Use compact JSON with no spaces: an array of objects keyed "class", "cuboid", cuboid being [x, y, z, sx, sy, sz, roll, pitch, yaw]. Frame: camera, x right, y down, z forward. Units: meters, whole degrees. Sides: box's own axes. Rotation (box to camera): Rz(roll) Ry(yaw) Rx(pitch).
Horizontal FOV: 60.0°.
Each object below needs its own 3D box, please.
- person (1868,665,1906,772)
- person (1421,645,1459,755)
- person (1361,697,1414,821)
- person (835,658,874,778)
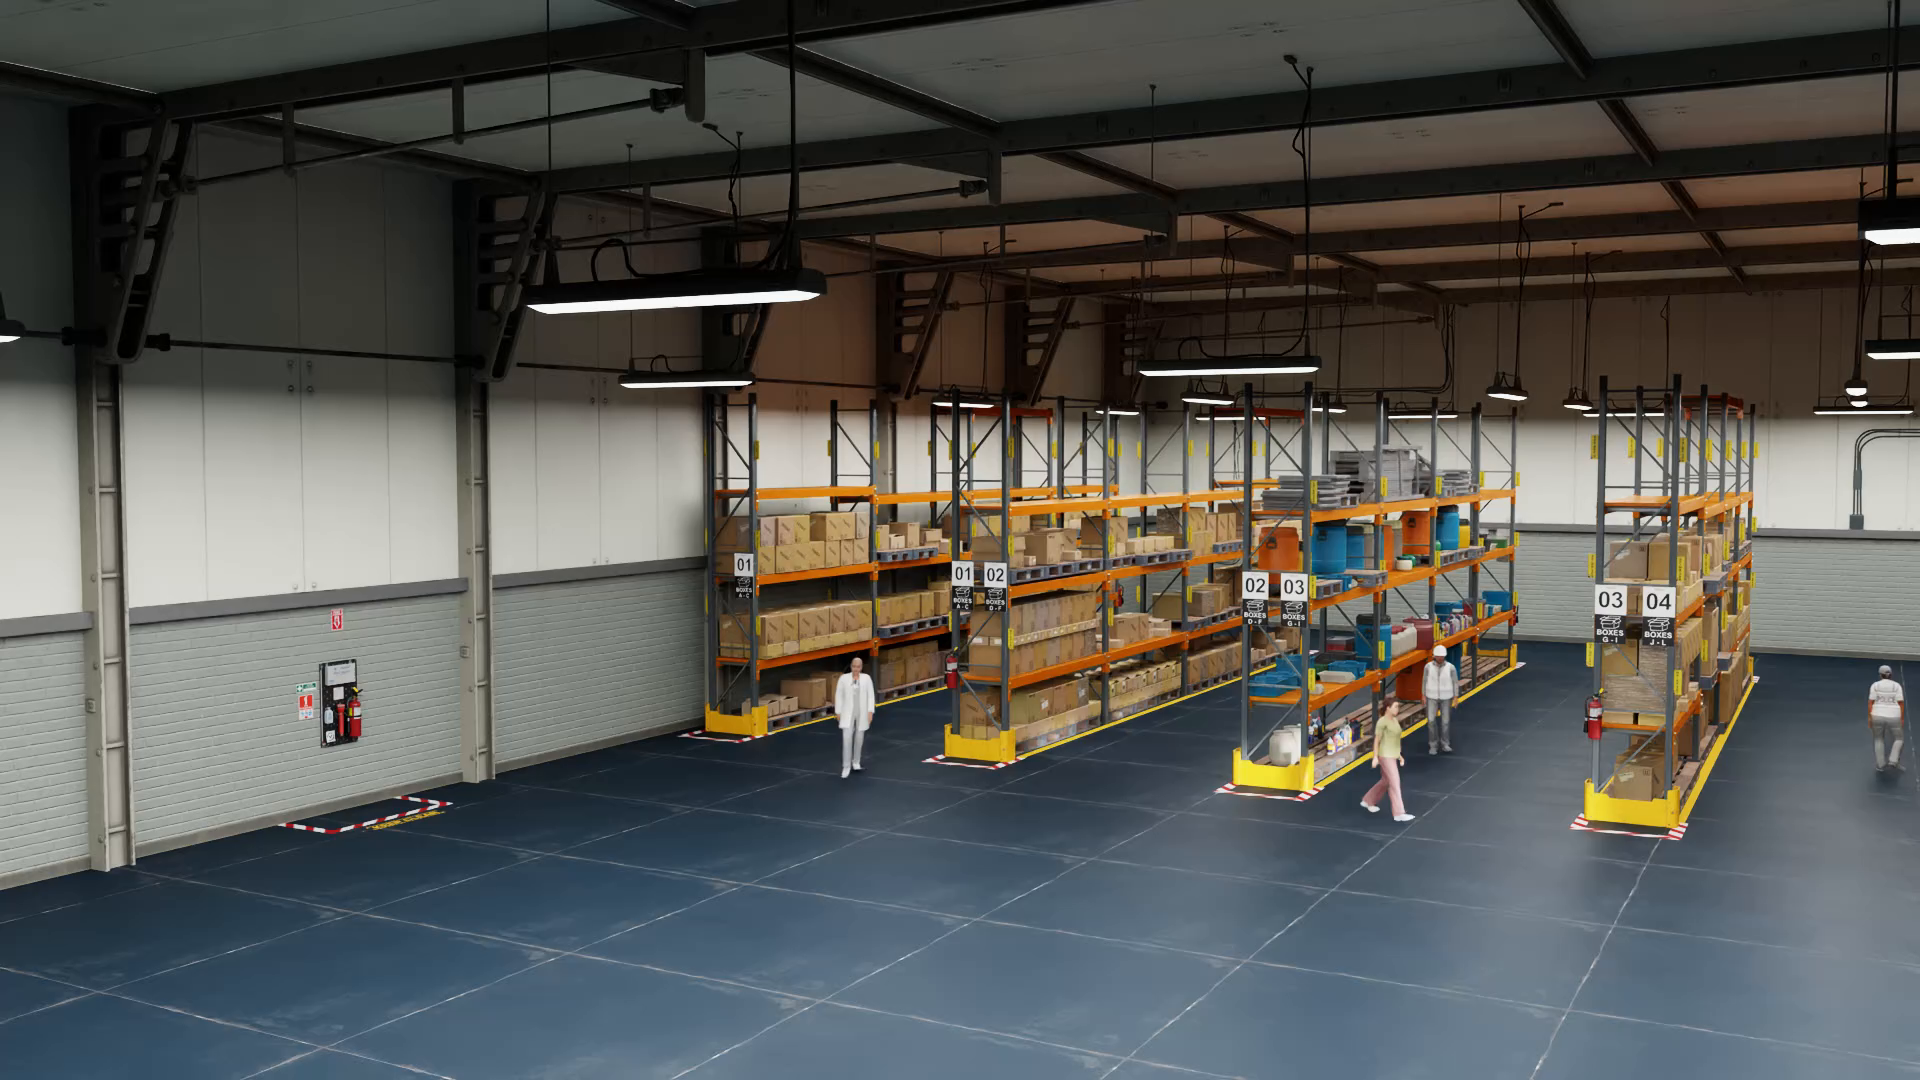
[{"class":"person","cuboid":[14.402,2.783,25.818,0.529,1.660,0.522,2,4,28]},{"class":"person","cuboid":[7.935,2.653,27.491,0.601,1.843,0.475,1,3,19]},{"class":"person","cuboid":[5.830,2.959,22.636,0.862,1.647,0.447,2,4,37]},{"class":"person","cuboid":[-1.629,2.737,25.769,0.577,1.820,0.749,-1,3,-15]}]
